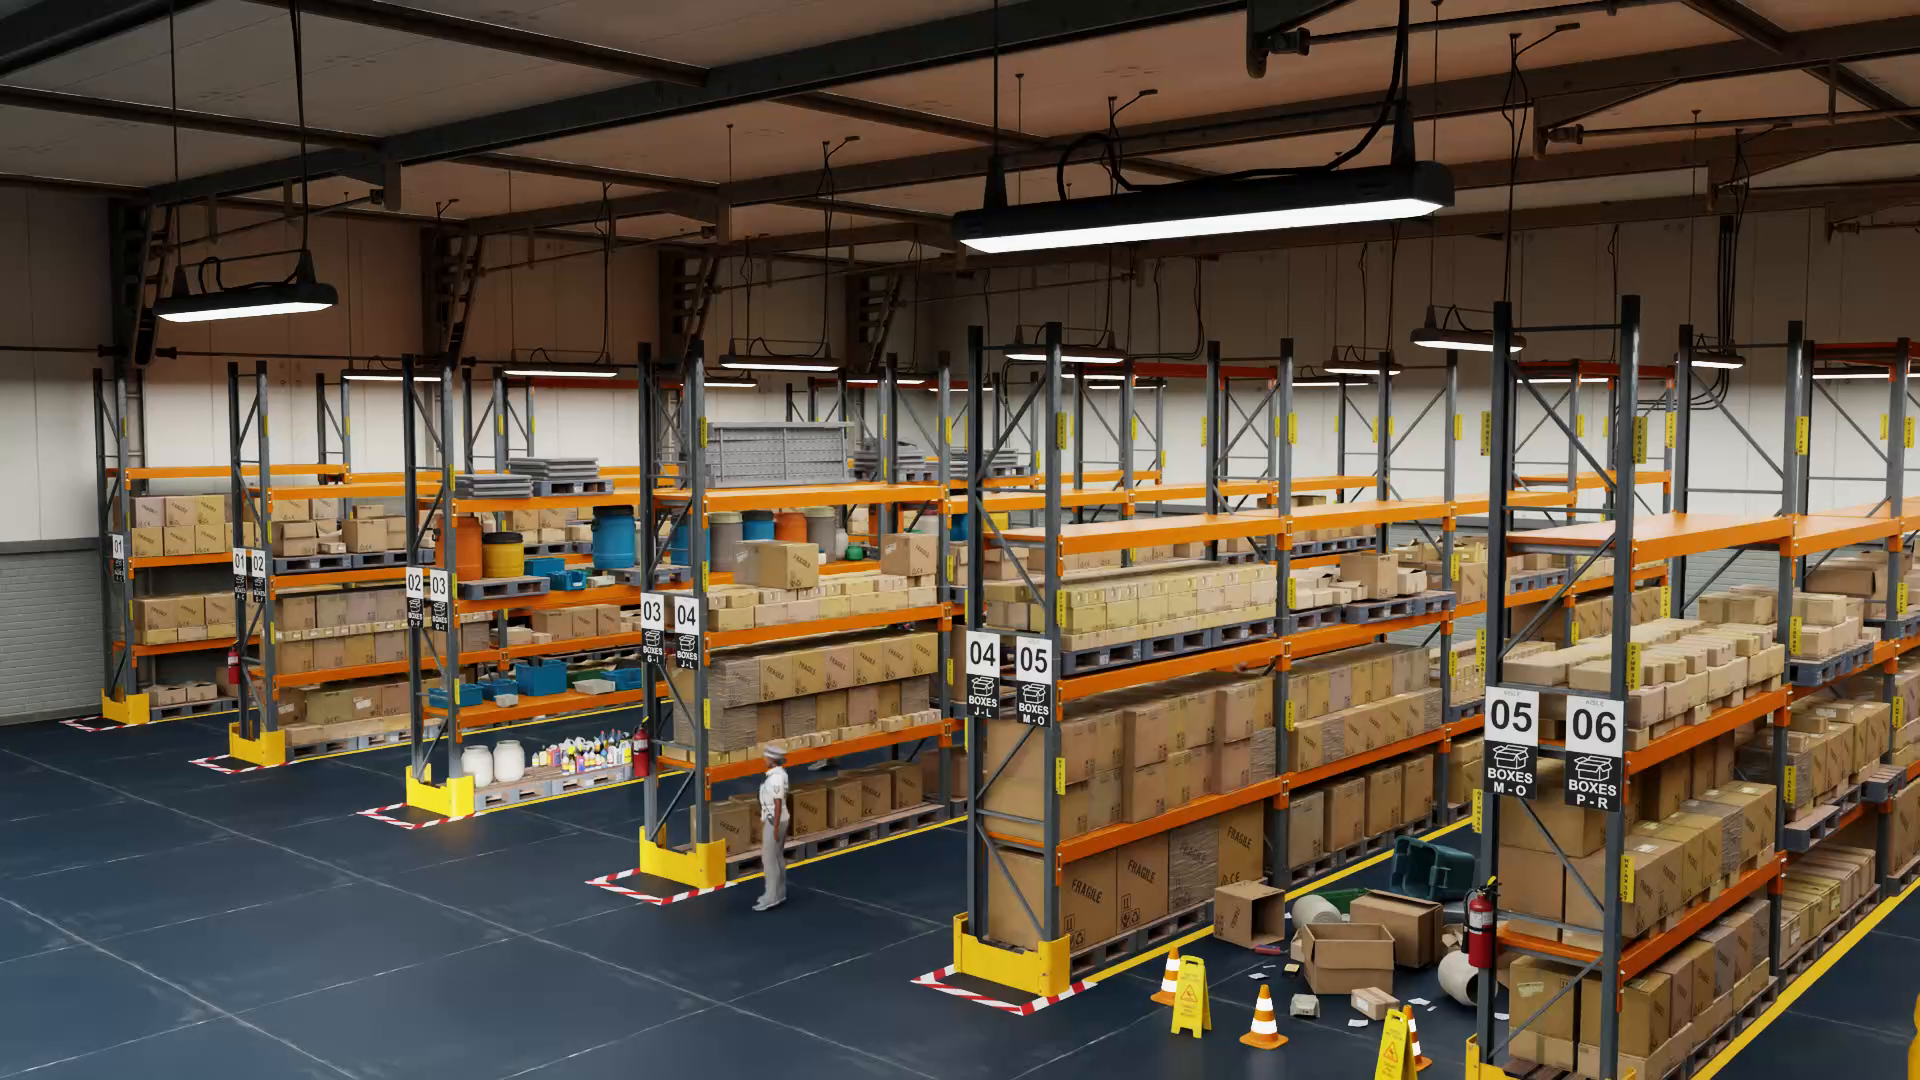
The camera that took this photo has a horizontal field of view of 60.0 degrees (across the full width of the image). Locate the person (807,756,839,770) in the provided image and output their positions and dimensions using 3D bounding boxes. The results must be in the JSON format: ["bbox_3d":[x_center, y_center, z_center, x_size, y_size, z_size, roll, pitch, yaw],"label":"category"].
[{"bbox_3d":[-1.964,2.503,24.621,0.409,1.767,0.643,2,5,23],"label":"person"}]

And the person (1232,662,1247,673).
[{"bbox_3d":[3.892,2.548,23.677,0.575,1.789,0.594,1,4,12],"label":"person"}]

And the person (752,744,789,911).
[{"bbox_3d":[-2.008,3.038,17.667,0.391,1.716,0.538,0,4,-3],"label":"person"}]
